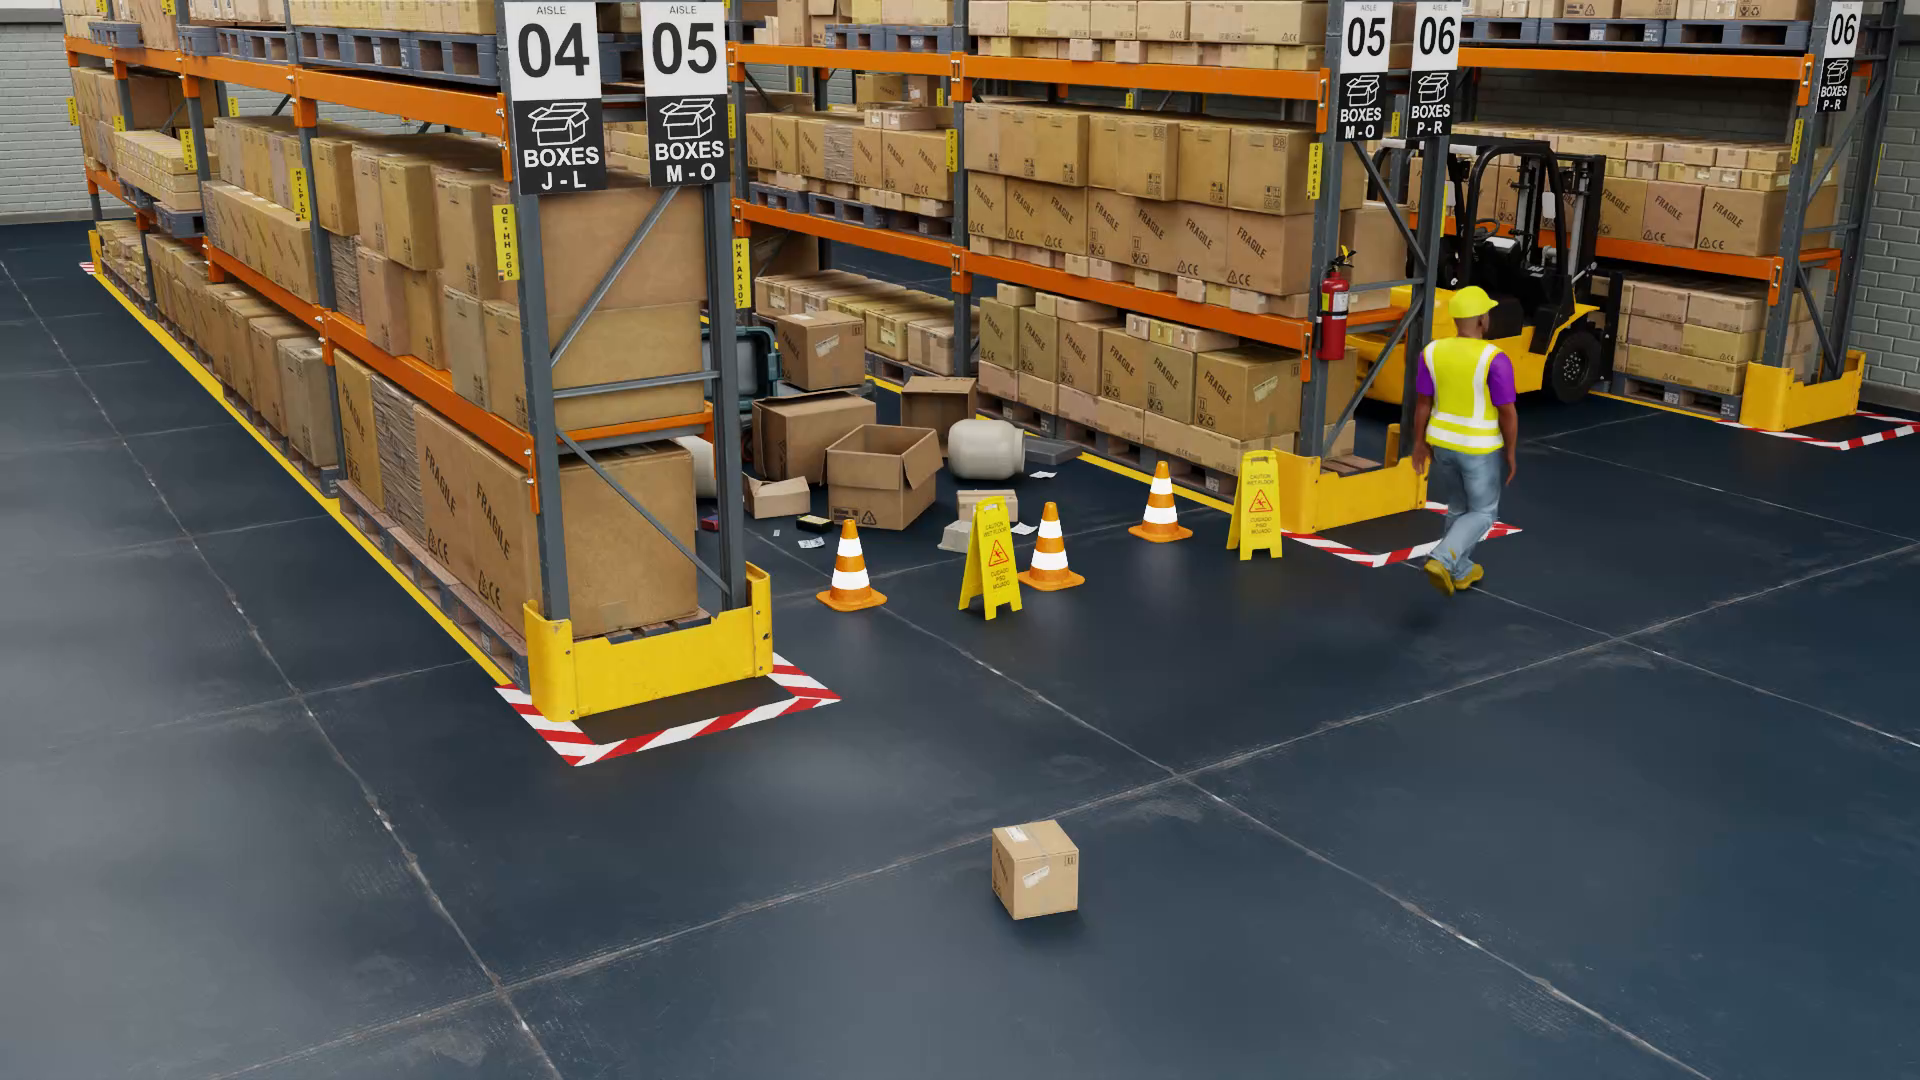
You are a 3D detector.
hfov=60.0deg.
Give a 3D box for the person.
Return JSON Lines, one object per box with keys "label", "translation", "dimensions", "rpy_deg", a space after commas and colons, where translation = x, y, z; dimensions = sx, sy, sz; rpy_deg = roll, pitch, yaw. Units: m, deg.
{"label": "person", "translation": [2.761, -0.518, 9.099], "dimensions": [0.818, 1.744, 0.566], "rpy_deg": [-15, 23, -39]}
